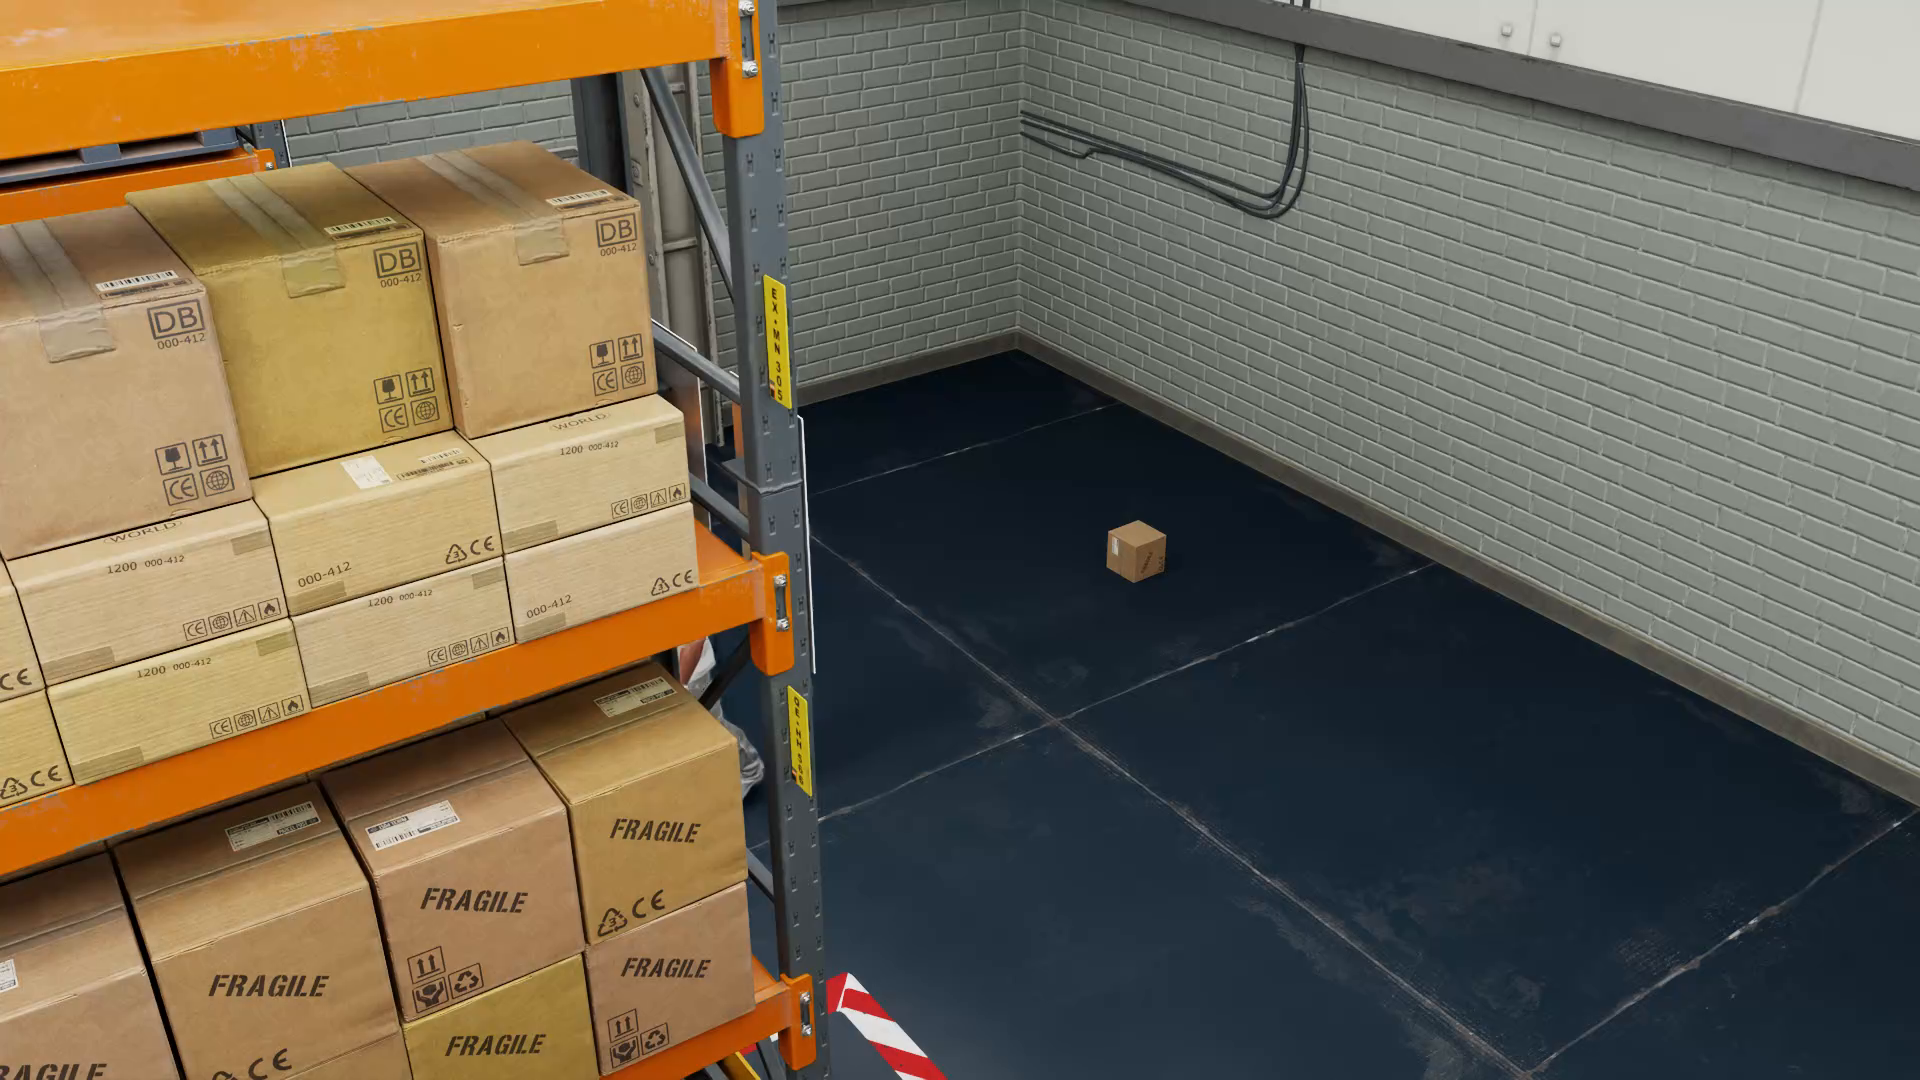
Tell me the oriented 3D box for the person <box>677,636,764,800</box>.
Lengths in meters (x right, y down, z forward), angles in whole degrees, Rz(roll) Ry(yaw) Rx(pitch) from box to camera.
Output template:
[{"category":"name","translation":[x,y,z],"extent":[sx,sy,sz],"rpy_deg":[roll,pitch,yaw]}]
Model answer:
[{"category":"person","translation":[-1.372,0.584,7.513],"extent":[0.586,1.738,1.012],"rpy_deg":[23,36,36]}]
